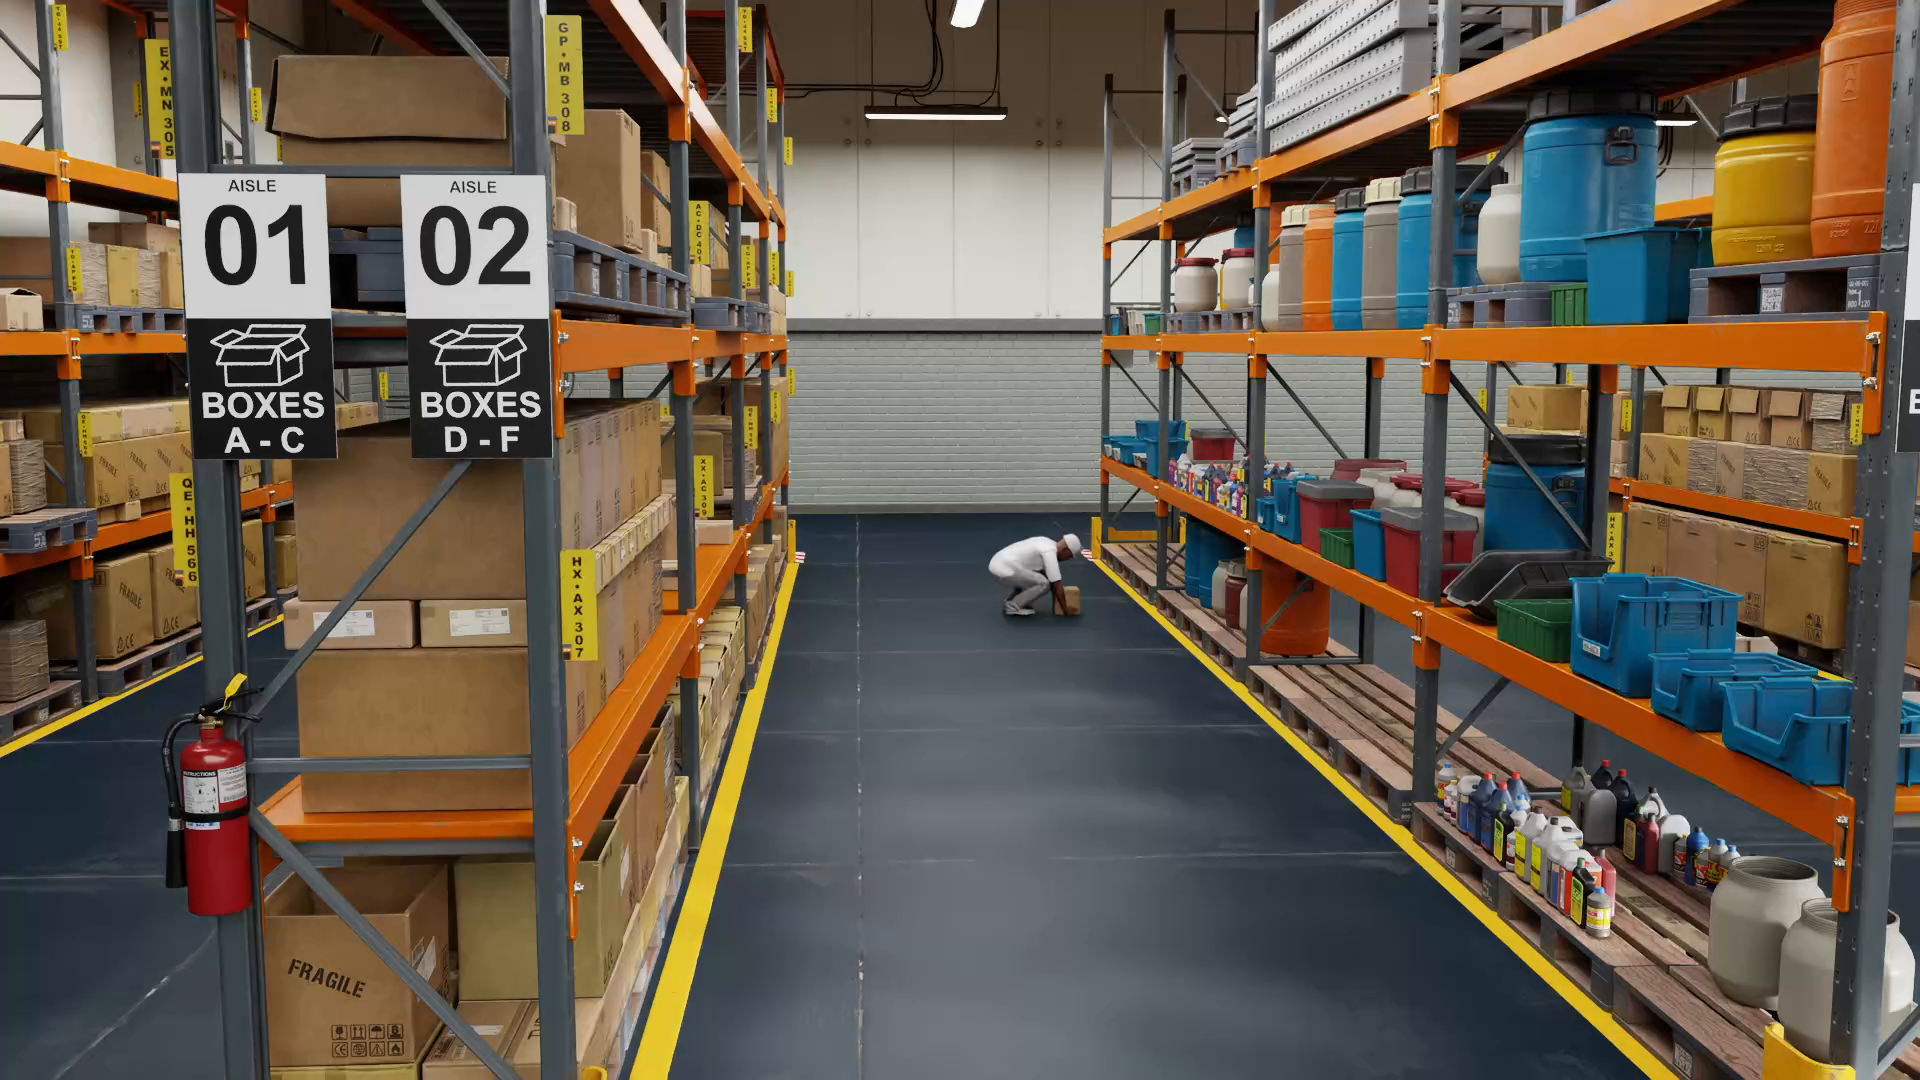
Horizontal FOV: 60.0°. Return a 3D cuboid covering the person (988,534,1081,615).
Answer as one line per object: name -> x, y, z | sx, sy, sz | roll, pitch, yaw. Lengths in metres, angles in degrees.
person -> 0.761, 0.375, 16.863 | 0.944, 0.860, 0.534 | -1, 7, -5
